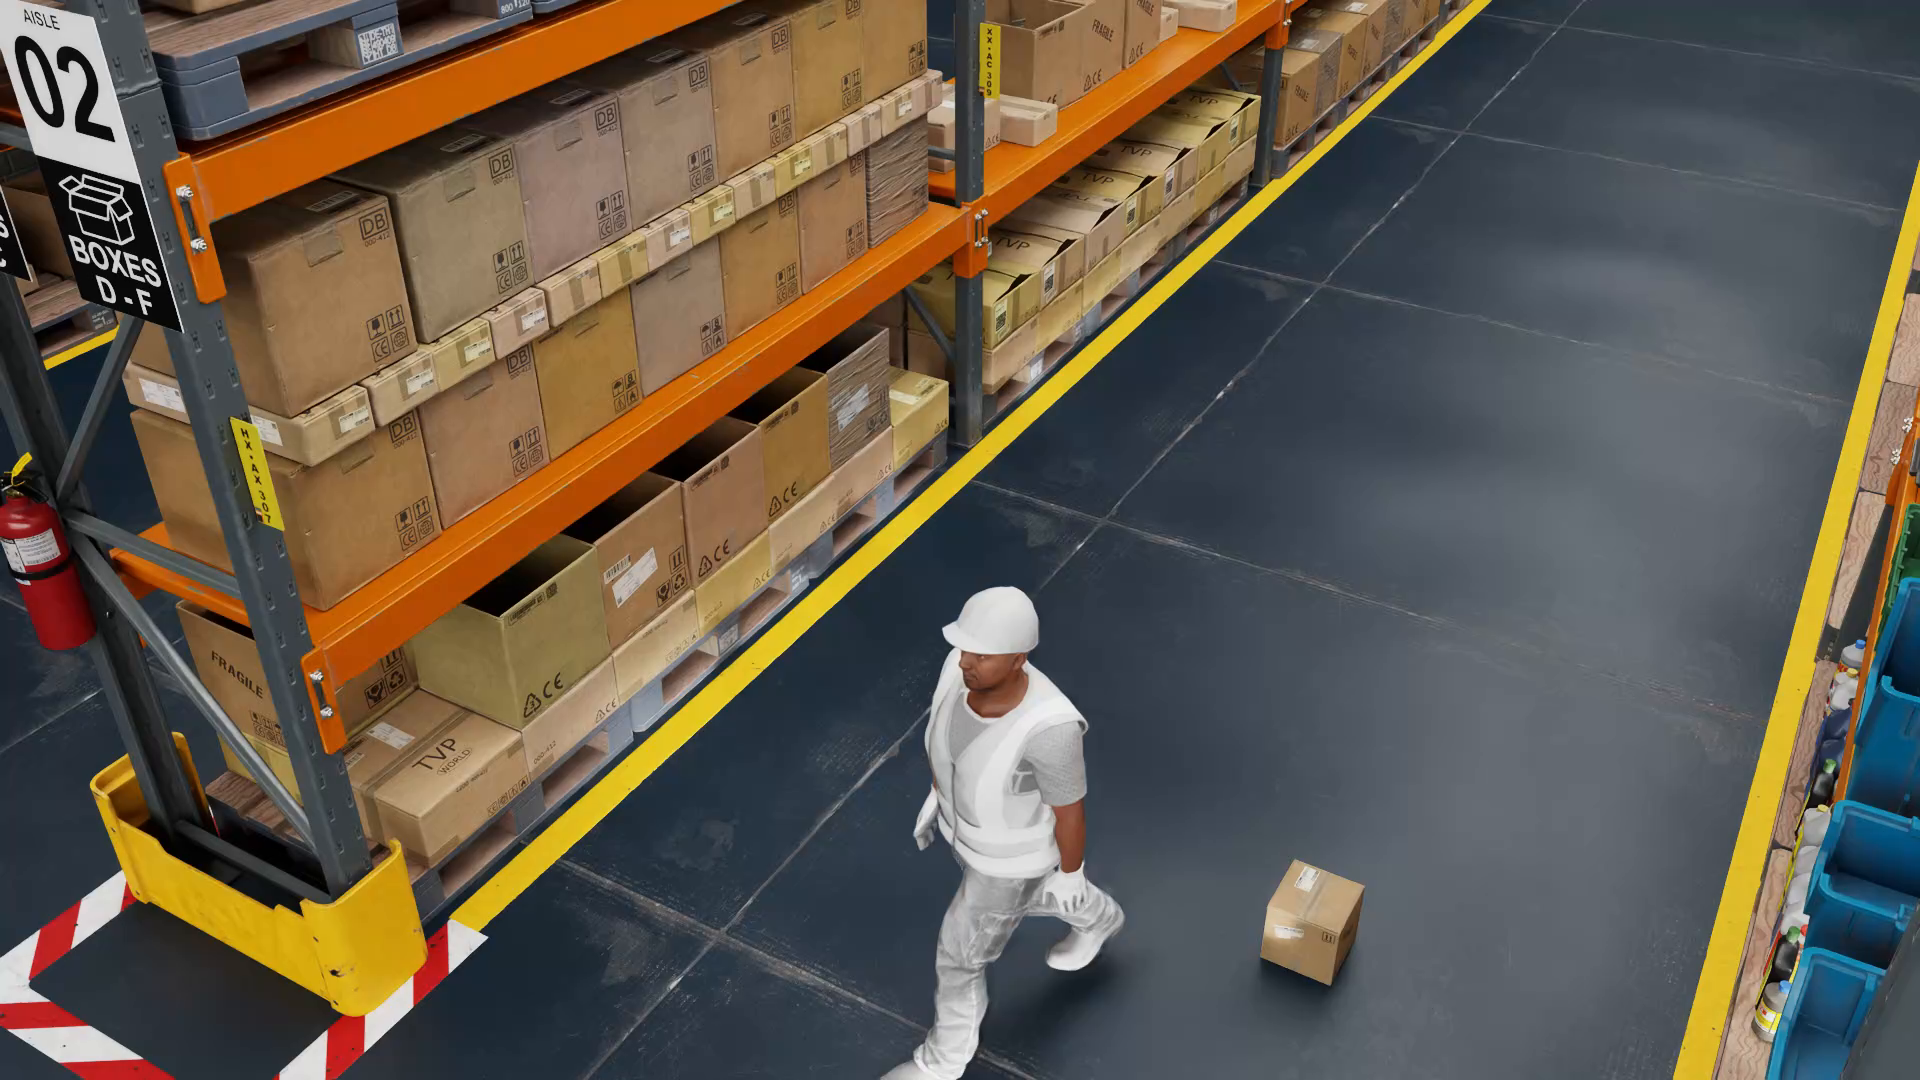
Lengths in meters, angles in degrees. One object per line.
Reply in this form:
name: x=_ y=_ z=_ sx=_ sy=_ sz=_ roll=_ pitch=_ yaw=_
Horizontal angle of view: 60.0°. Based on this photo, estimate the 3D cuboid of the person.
person: x=0.140 y=0.846 z=4.871 sx=1.022 sy=1.751 sz=0.547 roll=-18 pitch=38 yaw=-25
